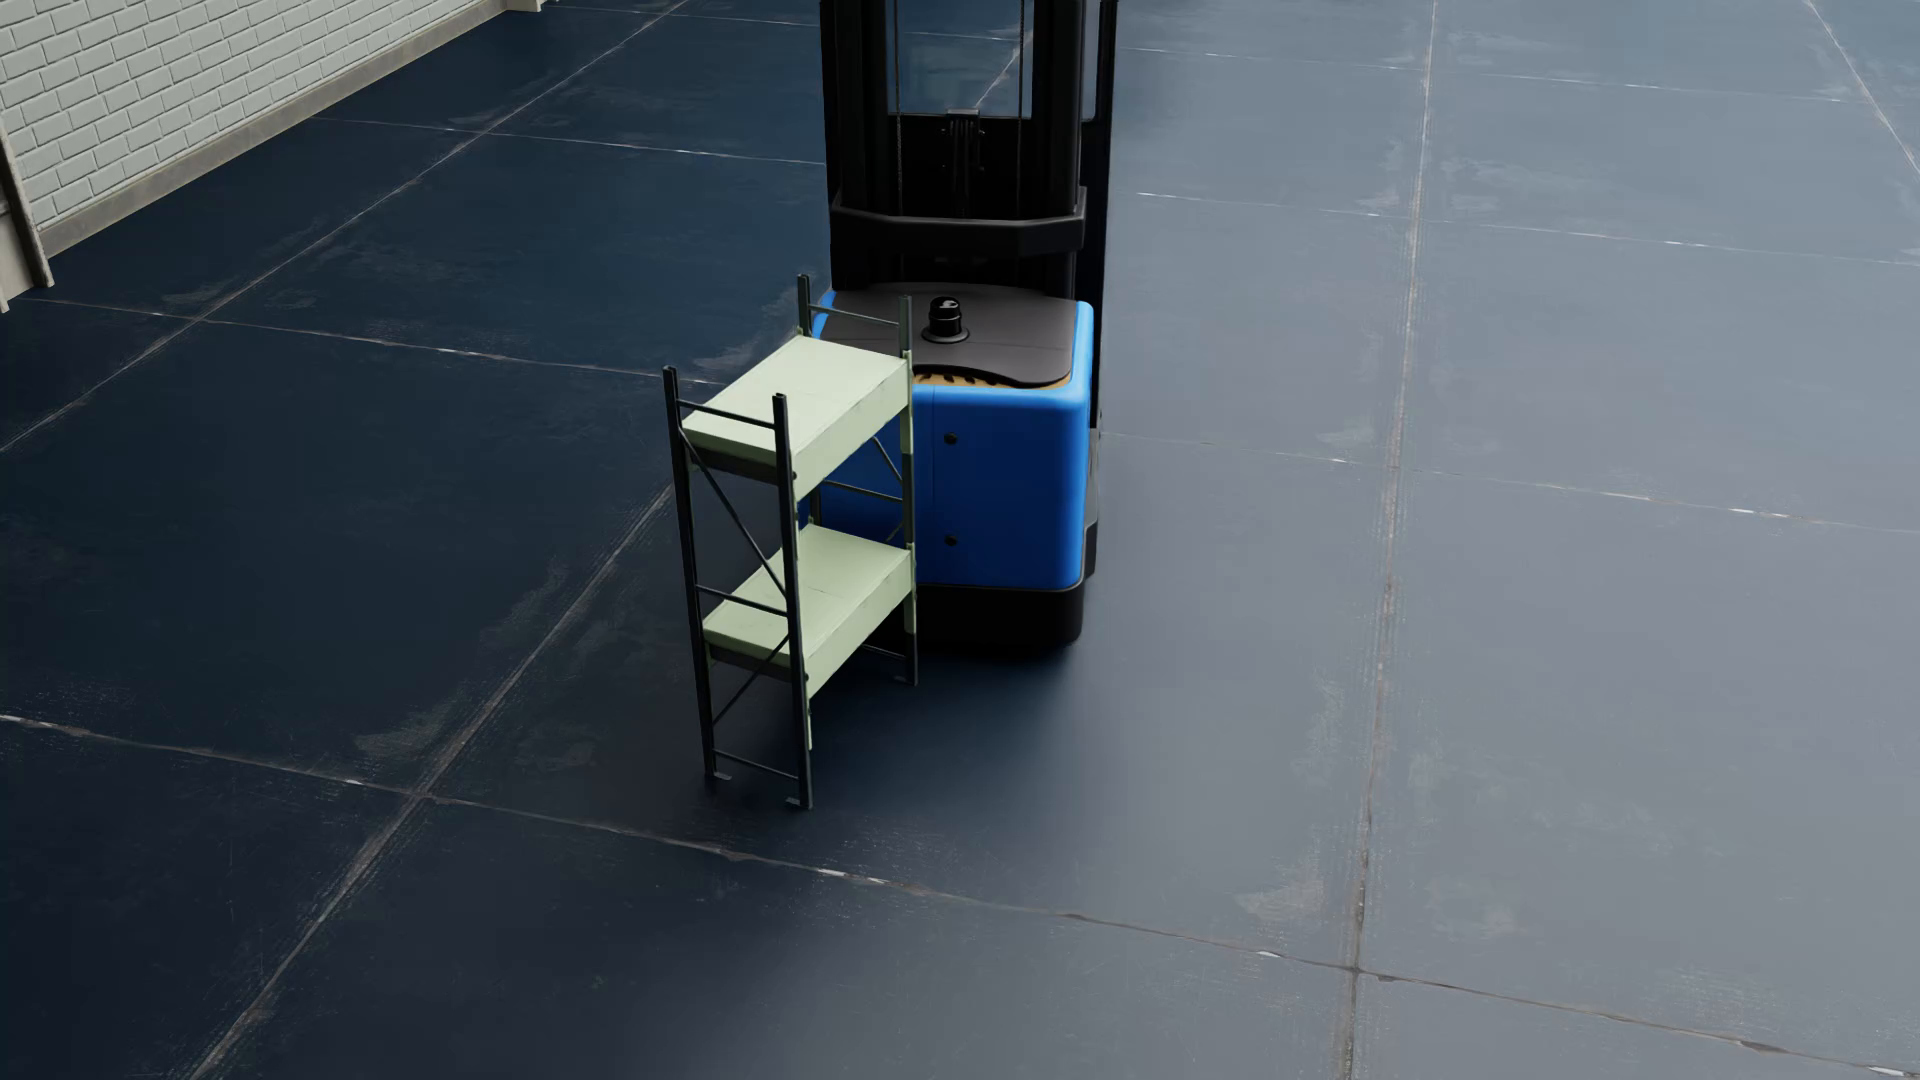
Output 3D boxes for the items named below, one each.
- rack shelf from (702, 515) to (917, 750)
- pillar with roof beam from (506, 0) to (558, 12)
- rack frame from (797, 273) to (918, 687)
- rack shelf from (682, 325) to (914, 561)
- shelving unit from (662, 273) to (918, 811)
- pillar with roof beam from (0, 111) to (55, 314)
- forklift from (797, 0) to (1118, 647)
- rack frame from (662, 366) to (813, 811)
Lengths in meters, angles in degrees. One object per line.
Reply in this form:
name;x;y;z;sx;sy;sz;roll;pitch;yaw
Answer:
rack shelf;-0.498;0.289;5.505;0.431;0.370;0.720;15;35;22
pillar with roof beam;0.640;-7.618;10.346;9.100;9.000;0.400;8;33;12
rack frame;-0.334;-0.162;5.607;0.400;1.500;0.023;15;35;22
rack shelf;-0.498;-0.316;5.121;0.431;0.370;0.720;15;35;22
shelving unit;-0.498;0.014;5.330;0.431;1.500;0.755;15;35;22
pillar with roof beam;-0.882;-4.505;5.448;9.100;9.000;0.400;8;33;12
forklift;0.055;-1.621;6.568;1.130;2.935;3.031;3;33;5
rack frame;-0.661;0.189;5.054;0.400;1.500;0.023;15;35;22
